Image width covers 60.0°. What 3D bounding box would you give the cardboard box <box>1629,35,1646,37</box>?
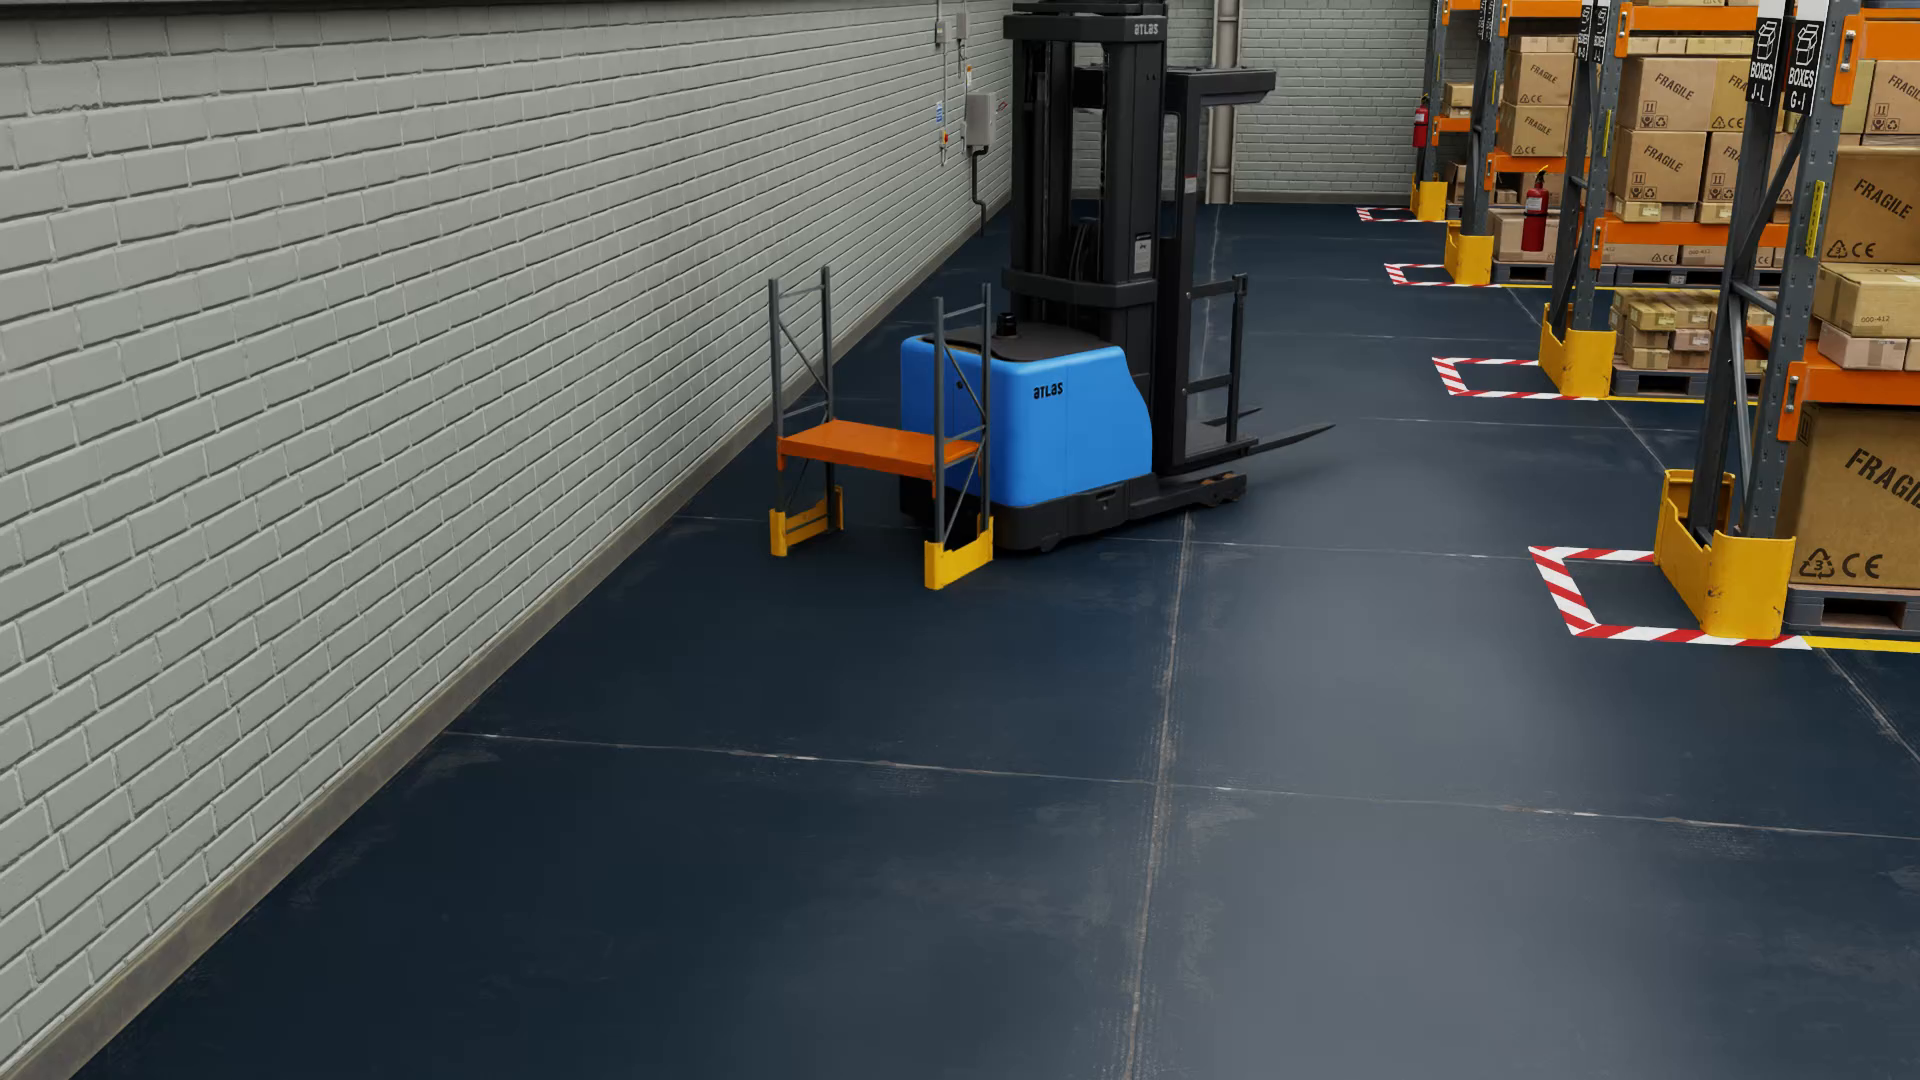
[{"bbox_3d":[6.813,-5.060,16.942,0.250,0.149,0.380,3,19,8],"label":"cardboard box"}]

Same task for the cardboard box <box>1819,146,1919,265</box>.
[{"bbox_3d":[4.366,-1.617,7.995,0.500,0.500,0.500,3,19,9],"label":"cardboard box"}]

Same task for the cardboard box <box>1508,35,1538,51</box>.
[{"bbox_3d":[5.801,-5.112,17.100,0.250,0.149,0.380,3,19,9],"label":"cardboard box"}]

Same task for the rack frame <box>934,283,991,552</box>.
[{"bbox_3d":[0.015,-0.534,8.536,0.032,1.500,0.500,11,21,30],"label":"rack frame"}]

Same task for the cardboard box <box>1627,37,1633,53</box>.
[{"bbox_3d":[6.493,-4.916,16.511,0.250,0.149,0.380,2,19,7],"label":"cardboard box"}]

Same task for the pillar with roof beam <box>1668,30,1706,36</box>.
[{"bbox_3d":[8.921,-7.406,17.256,0.400,9.000,9.100,3,19,9],"label":"pillar with roof beam"}]

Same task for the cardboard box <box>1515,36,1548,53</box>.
[{"bbox_3d":[5.722,-4.963,16.653,0.250,0.149,0.380,3,19,10],"label":"cardboard box"}]

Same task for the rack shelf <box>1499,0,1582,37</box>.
[{"bbox_3d":[7.390,-5.219,16.581,4.000,0.370,1.077,3,19,9],"label":"rack shelf"}]

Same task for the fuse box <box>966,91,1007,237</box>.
[{"bbox_3d":[0.321,-4.555,20.219,0.414,1.711,0.539,3,19,9],"label":"fuse box"}]

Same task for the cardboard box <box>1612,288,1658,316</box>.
[{"bbox_3d":[5.293,-1.865,13.042,0.250,0.149,0.380,3,19,9],"label":"cardboard box"}]

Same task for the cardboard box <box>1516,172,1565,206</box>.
[{"bbox_3d":[7.625,-4.692,21.876,0.500,0.500,0.700,4,19,11],"label":"cardboard box"}]

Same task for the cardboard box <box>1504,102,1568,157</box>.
[{"bbox_3d":[5.843,-4.172,16.887,0.500,0.500,0.500,3,19,8],"label":"cardboard box"}]

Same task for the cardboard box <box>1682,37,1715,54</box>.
[{"bbox_3d":[7.246,-4.872,16.381,0.250,0.149,0.380,2,19,7],"label":"cardboard box"}]

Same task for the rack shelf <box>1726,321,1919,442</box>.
[{"bbox_3d":[5.818,-0.692,7.778,4.000,0.370,1.077,3,19,9],"label":"rack shelf"}]

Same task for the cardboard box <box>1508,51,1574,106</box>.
[{"bbox_3d":[5.844,-4.647,16.730,0.500,0.500,0.500,3,19,7],"label":"cardboard box"}]

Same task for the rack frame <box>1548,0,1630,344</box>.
[{"bbox_3d":[4.730,-2.683,12.593,0.127,3.000,1.000,3,19,9],"label":"rack frame"}]

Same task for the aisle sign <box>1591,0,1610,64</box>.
[{"bbox_3d":[4.610,-3.825,11.911,0.004,0.787,0.394,3,19,9],"label":"aisle sign"}]

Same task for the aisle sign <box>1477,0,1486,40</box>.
[{"bbox_3d":[5.393,-5.572,17.132,0.004,0.787,0.394,3,19,9],"label":"aisle sign"}]

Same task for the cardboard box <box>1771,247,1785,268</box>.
[{"bbox_3d":[8.762,-3.087,17.177,0.875,0.438,0.875,3,19,8],"label":"cardboard box"}]

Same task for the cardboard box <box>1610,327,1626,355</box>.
[{"bbox_3d":[5.282,-1.569,13.095,0.250,0.149,0.380,3,19,10],"label":"cardboard box"}]

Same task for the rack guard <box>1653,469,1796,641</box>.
[{"bbox_3d":[3.819,0.050,8.365,0.348,0.500,1.175,3,19,9],"label":"rack guard"}]

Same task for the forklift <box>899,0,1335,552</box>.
[{"bbox_3d":[1.092,-1.695,9.748,3.031,2.935,1.130,-16,24,-39],"label":"forklift"}]

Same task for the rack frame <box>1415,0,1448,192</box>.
[{"bbox_3d":[6.199,-5.794,21.892,0.127,3.000,1.000,3,19,9],"label":"rack frame"}]

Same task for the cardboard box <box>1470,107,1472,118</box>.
[{"bbox_3d":[6.738,-5.574,21.630,0.250,0.149,0.380,3,19,10],"label":"cardboard box"}]

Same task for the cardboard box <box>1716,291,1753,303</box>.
[{"bbox_3d":[6.053,-1.828,12.932,0.250,0.149,0.380,2,19,6],"label":"cardboard box"}]

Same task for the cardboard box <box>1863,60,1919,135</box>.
[{"bbox_3d":[6.644,-3.158,11.813,0.500,0.500,0.500,2,19,7],"label":"cardboard box"}]

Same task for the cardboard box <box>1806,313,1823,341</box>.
[{"bbox_3d":[4.247,-1.100,8.259,0.250,0.149,0.380,3,19,10],"label":"cardboard box"}]

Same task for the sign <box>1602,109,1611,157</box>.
[{"bbox_3d":[4.644,-2.923,11.948,0.005,0.325,0.100,3,19,9],"label":"sign"}]

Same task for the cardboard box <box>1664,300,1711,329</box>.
[{"bbox_3d":[5.484,-1.703,12.559,0.250,0.149,0.380,3,19,10],"label":"cardboard box"}]

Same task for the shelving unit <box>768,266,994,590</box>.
[{"bbox_3d":[-0.425,-0.621,8.794,1.083,1.500,0.587,11,21,30],"label":"shelving unit"}]

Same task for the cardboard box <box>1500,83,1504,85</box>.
[{"bbox_3d":[7.204,-5.897,21.969,0.500,0.250,0.500,3,19,9],"label":"cardboard box"}]

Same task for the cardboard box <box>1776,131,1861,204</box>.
[{"bbox_3d":[6.143,-2.714,12.062,0.500,0.500,0.500,3,19,9],"label":"cardboard box"}]

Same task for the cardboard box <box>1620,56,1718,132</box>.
[{"bbox_3d":[5.131,-3.240,12.056,0.500,0.500,0.500,3,19,8],"label":"cardboard box"}]

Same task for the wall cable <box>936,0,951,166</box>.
[{"bbox_3d":[-0.156,-5.012,17.903,0.123,1.953,0.585,3,19,9],"label":"wall cable"}]

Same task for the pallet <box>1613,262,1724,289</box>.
[{"bbox_3d":[7.418,-2.838,17.453,1.213,0.211,1.003,3,19,9],"label":"pallet"}]

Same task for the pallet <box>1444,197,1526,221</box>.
[{"bbox_3d":[7.061,-4.428,22.204,1.213,0.211,1.003,3,19,9],"label":"pallet"}]

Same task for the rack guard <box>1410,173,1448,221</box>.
[{"bbox_3d":[6.274,-4.605,22.277,0.348,0.500,1.175,3,19,9],"label":"rack guard"}]

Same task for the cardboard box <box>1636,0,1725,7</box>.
[{"bbox_3d":[5.132,-3.931,11.834,0.500,0.250,0.500,4,19,11],"label":"cardboard box"}]

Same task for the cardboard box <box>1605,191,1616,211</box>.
[{"bbox_3d":[5.096,-2.636,12.849,0.250,0.149,0.380,3,19,9],"label":"cardboard box"}]

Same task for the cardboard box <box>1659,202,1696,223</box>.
[{"bbox_3d":[5.255,-2.445,12.278,0.250,0.149,0.380,4,19,11],"label":"cardboard box"}]

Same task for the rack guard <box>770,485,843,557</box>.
[{"bbox_3d":[-0.848,-0.111,9.241,0.087,0.250,0.587,11,21,30],"label":"rack guard"}]

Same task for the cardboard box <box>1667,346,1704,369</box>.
[{"bbox_3d":[5.468,-1.416,12.638,0.250,0.149,0.380,3,19,8],"label":"cardboard box"}]

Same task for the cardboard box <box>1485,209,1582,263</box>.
[{"bbox_3d":[6.083,-3.221,17.578,0.875,0.438,0.875,2,19,7],"label":"cardboard box"}]

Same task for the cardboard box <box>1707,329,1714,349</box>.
[{"bbox_3d":[5.723,-1.548,12.565,0.250,0.149,0.380,3,19,9],"label":"cardboard box"}]

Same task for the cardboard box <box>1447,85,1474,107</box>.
[{"bbox_3d":[6.604,-5.756,21.548,0.500,0.250,0.500,3,19,9],"label":"cardboard box"}]

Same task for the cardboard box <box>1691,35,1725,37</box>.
[{"bbox_3d":[7.593,-5.046,16.901,0.250,0.149,0.380,3,19,9],"label":"cardboard box"}]

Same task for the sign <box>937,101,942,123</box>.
[{"bbox_3d":[-0.224,-4.631,17.991,0.001,0.218,0.327,3,19,9],"label":"sign"}]
